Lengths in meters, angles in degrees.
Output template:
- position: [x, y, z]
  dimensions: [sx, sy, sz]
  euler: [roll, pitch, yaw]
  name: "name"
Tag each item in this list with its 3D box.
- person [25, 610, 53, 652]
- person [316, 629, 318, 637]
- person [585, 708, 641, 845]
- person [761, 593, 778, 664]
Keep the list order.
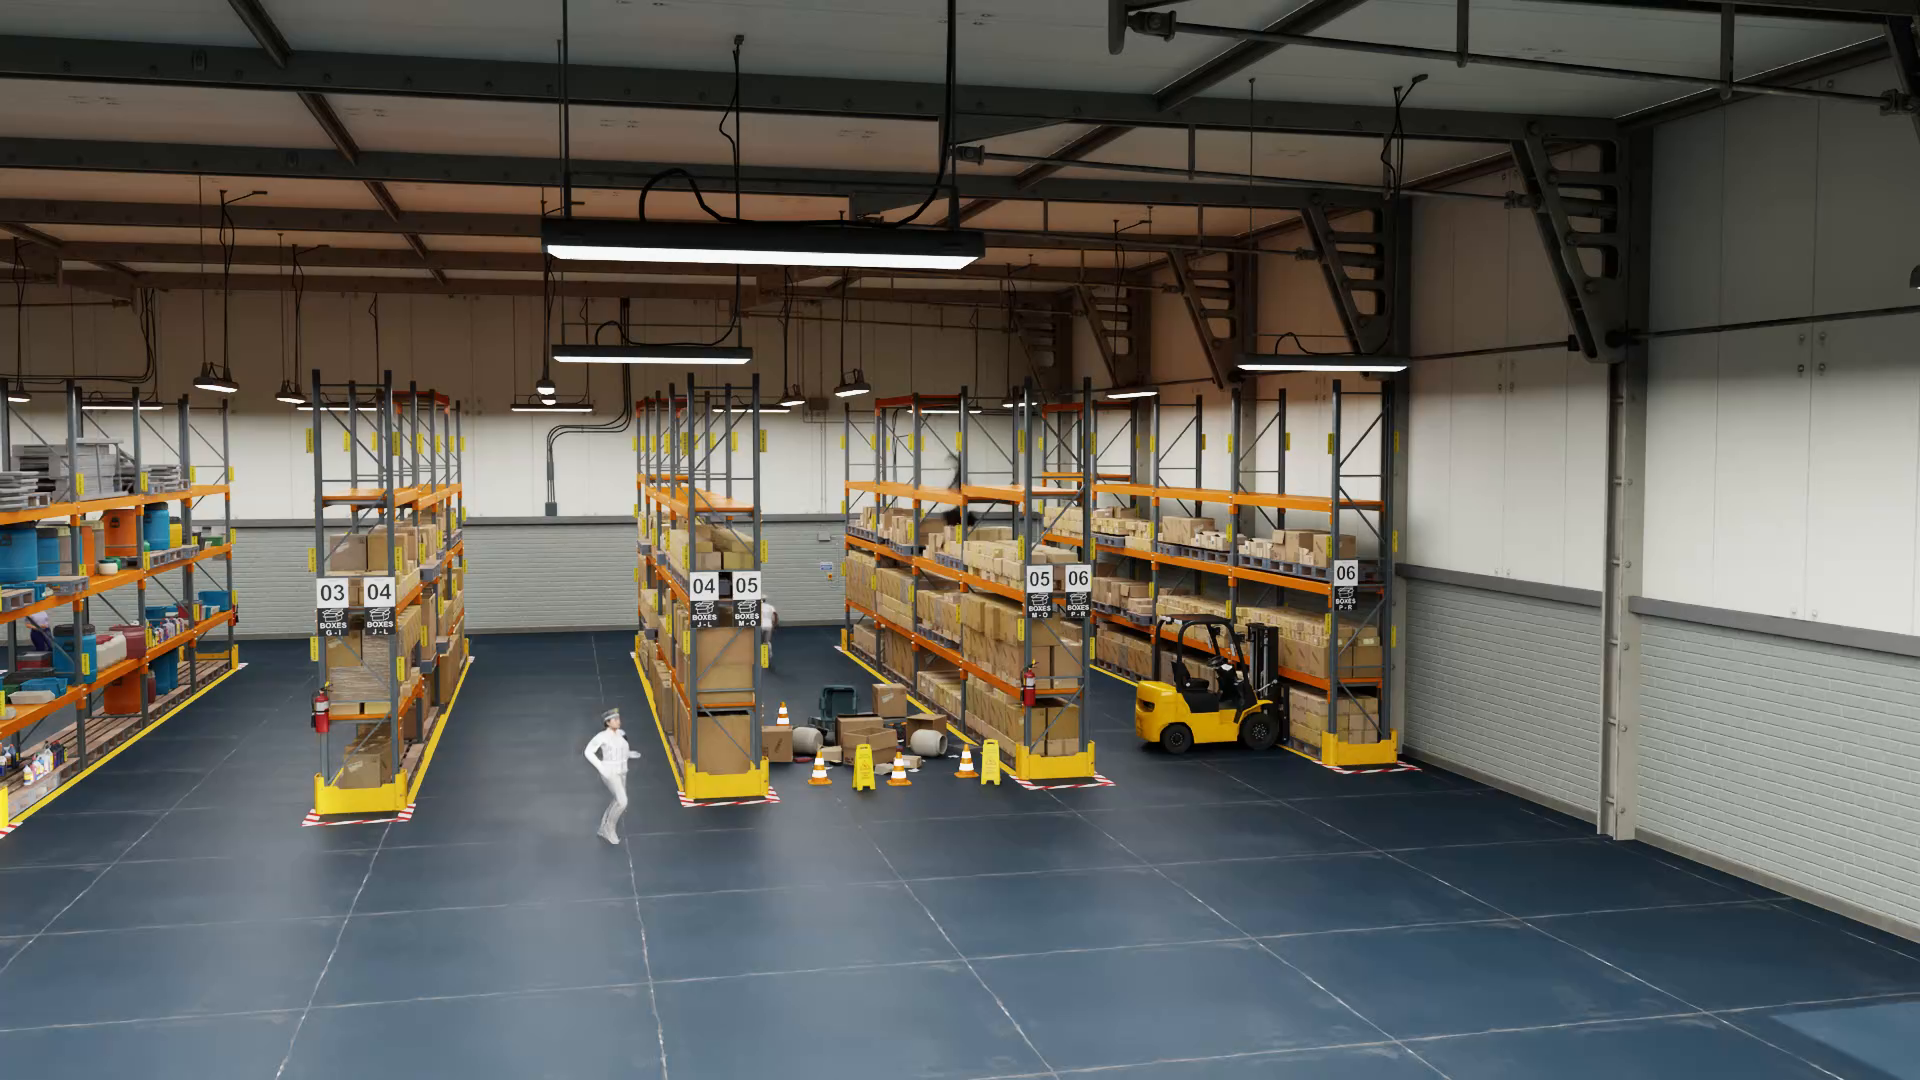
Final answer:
- position: [-20.079, 2.192, 36.297]
  dimensions: [0.731, 1.460, 0.593]
  euler: [3, 4, 41]
  name: "person"
- position: [-12.900, 2.167, 34.218]
  dimensions: [0.664, 1.743, 0.599]
  euler: [-1, 3, -16]
  name: "person"
- position: [-4.309, 2.960, 20.850]
  dimensions: [0.628, 1.710, 0.594]
  euler: [2, 4, 27]
  name: "person"
- position: [-4.433, 2.042, 37.738]
  dimensions: [0.565, 1.620, 0.716]
  euler: [-1, 4, -23]
  name: "person"
